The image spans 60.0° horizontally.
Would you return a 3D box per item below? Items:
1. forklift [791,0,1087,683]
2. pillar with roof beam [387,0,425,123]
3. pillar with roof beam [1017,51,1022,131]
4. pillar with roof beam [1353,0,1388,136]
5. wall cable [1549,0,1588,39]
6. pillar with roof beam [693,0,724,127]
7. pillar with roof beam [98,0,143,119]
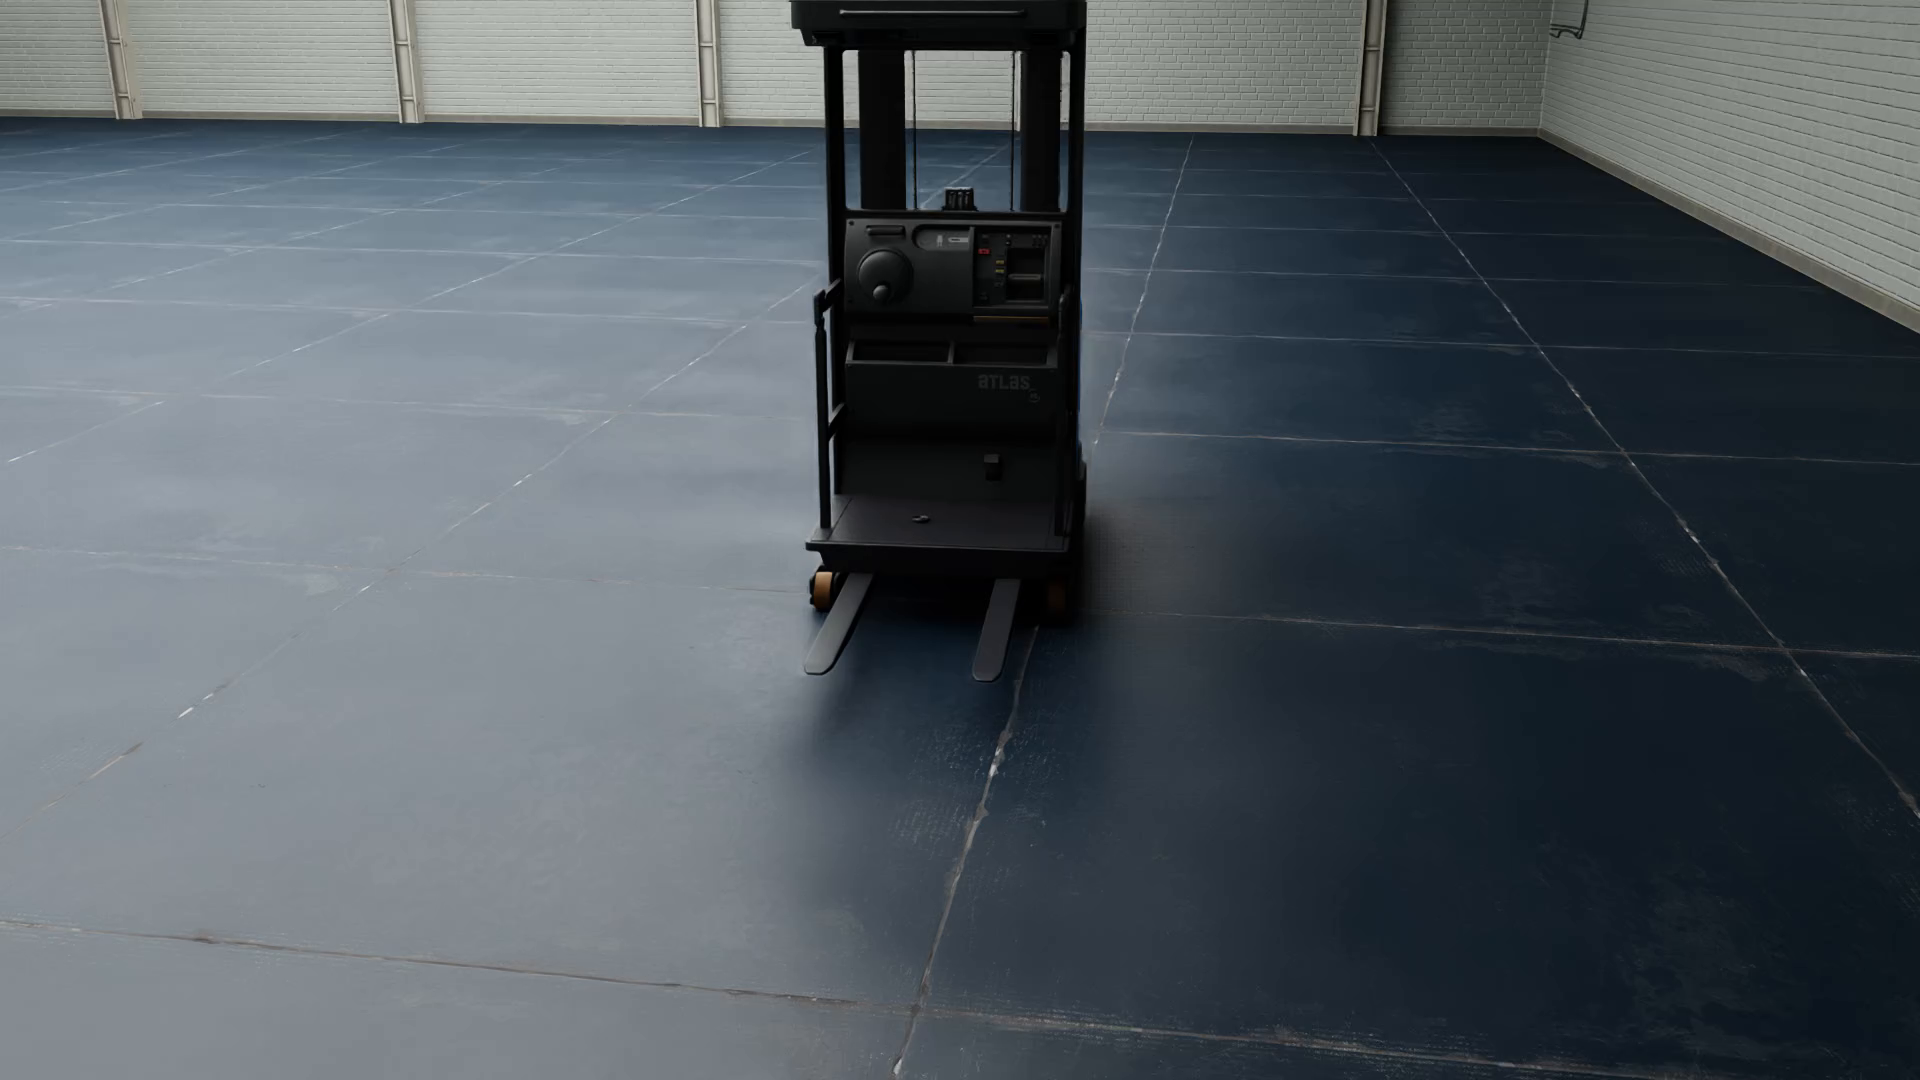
[{"bbox_3d":[-0.051,-1.172,6.906,1.130,2.935,3.031,2,19,6],"label":"forklift"},{"bbox_3d":[-11.276,-11.004,26.728,0.400,9.000,9.100,3,19,9],"label":"pillar with roof beam"},{"bbox_3d":[0.573,-10.400,24.923,0.400,9.000,9.100,3,19,9],"label":"pillar with roof beam"},{"bbox_3d":[6.497,-10.098,24.020,0.400,9.000,9.100,3,19,9],"label":"pillar with roof beam"},{"bbox_3d":[9.878,-9.411,26.863,0.112,2.526,3.097,3,19,9],"label":"wall cable"},{"bbox_3d":[-5.351,-10.702,25.825,0.400,9.000,9.100,3,19,9],"label":"pillar with roof beam"},{"bbox_3d":[-17.200,-11.306,27.630,0.400,9.000,9.100,3,19,9],"label":"pillar with roof beam"}]
